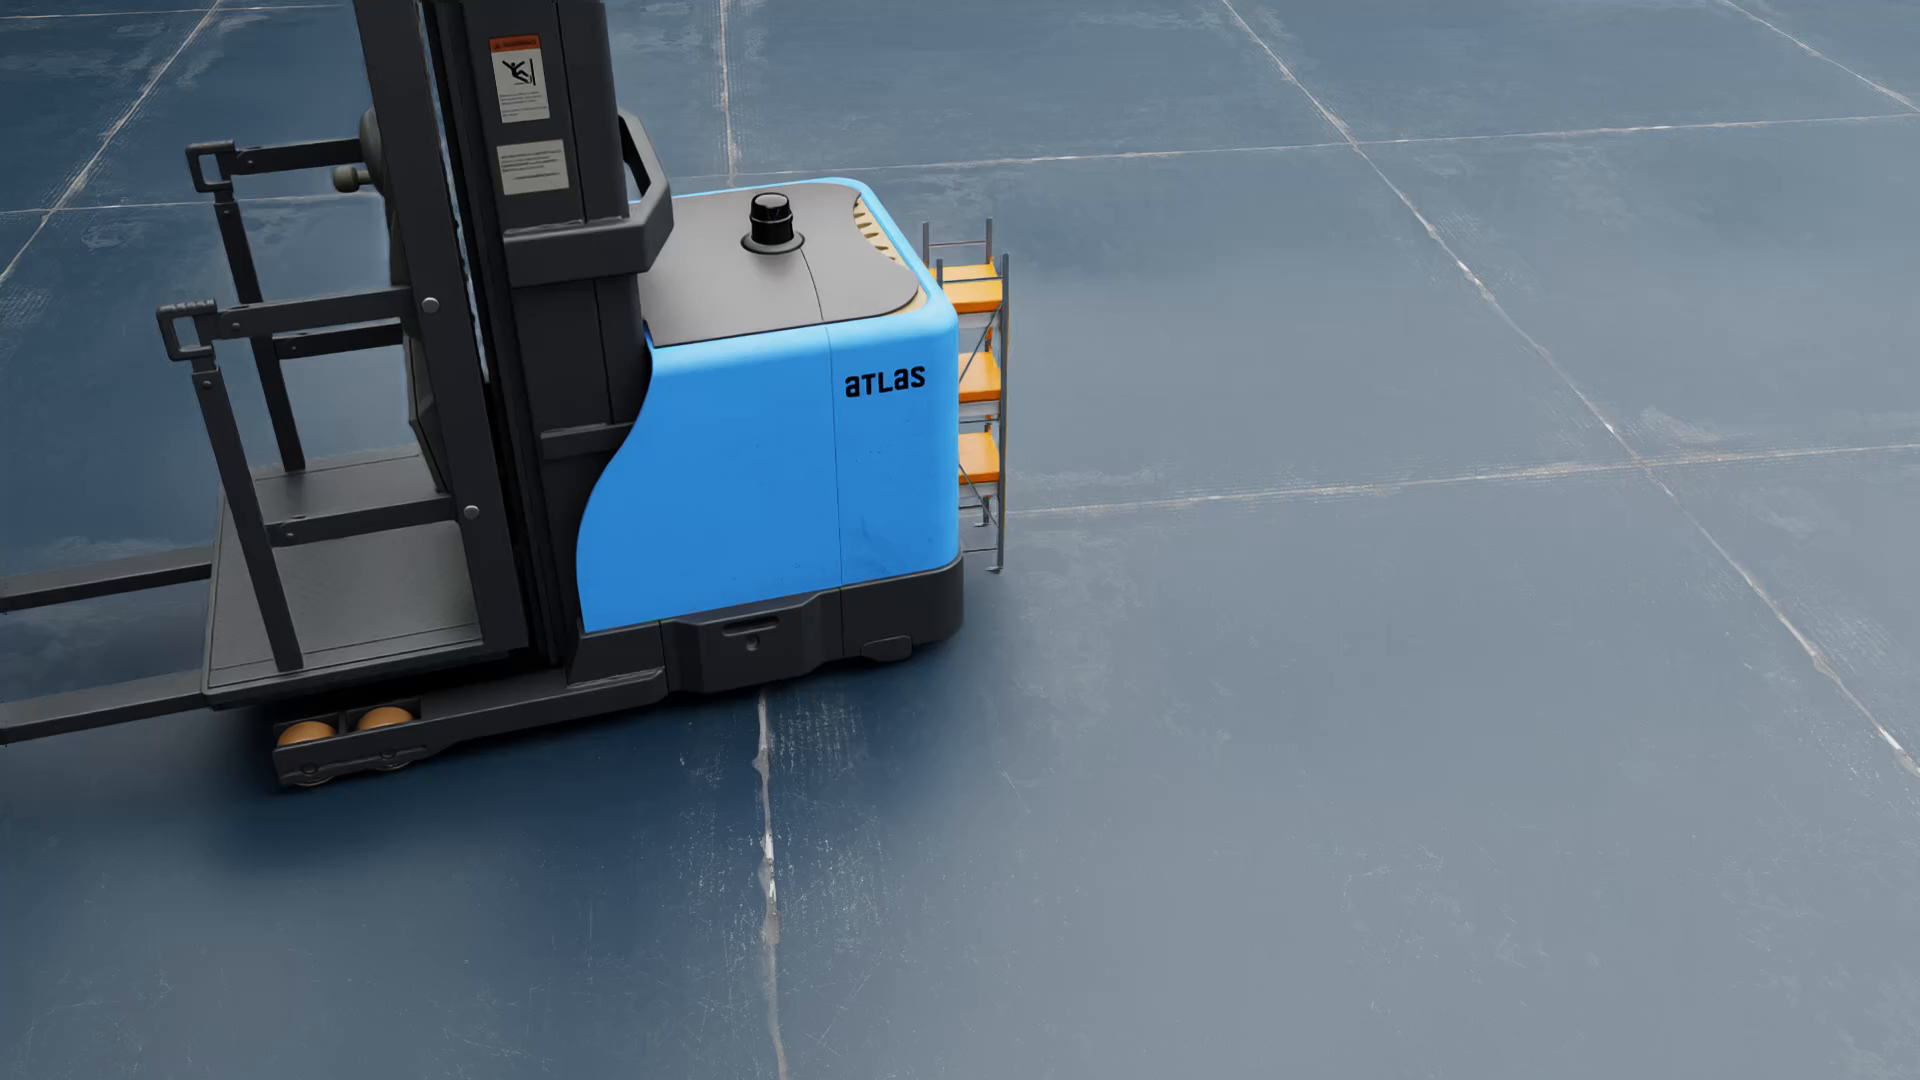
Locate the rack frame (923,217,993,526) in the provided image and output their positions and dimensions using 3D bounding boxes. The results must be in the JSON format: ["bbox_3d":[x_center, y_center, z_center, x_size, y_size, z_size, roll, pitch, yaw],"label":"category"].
[{"bbox_3d":[-0.007,-0.474,5.013,0.200,1.050,0.008,-5,35,-8],"label":"rack frame"}]

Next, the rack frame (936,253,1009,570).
[{"bbox_3d":[0.035,-0.338,4.814,0.200,1.050,0.008,-5,35,-8],"label":"rack frame"}]

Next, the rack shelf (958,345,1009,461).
[{"bbox_3d":[0.014,-0.397,4.920,0.215,0.259,0.240,-5,35,-8],"label":"rack shelf"}]

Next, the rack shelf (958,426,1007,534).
[{"bbox_3d":[0.014,-0.168,5.076,0.215,0.259,0.240,-5,35,-8],"label":"rack shelf"}]

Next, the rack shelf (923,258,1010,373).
[{"bbox_3d":[0.014,-0.632,4.760,0.215,0.259,0.240,-5,35,-8],"label":"rack shelf"}]

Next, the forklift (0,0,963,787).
[{"bbox_3d":[-1.566,-0.908,3.979,3.031,2.935,1.130,-10,36,-15],"label":"forklift"}]

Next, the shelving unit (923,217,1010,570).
[{"bbox_3d":[0.014,-0.406,4.914,0.215,1.050,0.252,-5,35,-8],"label":"shelving unit"}]
